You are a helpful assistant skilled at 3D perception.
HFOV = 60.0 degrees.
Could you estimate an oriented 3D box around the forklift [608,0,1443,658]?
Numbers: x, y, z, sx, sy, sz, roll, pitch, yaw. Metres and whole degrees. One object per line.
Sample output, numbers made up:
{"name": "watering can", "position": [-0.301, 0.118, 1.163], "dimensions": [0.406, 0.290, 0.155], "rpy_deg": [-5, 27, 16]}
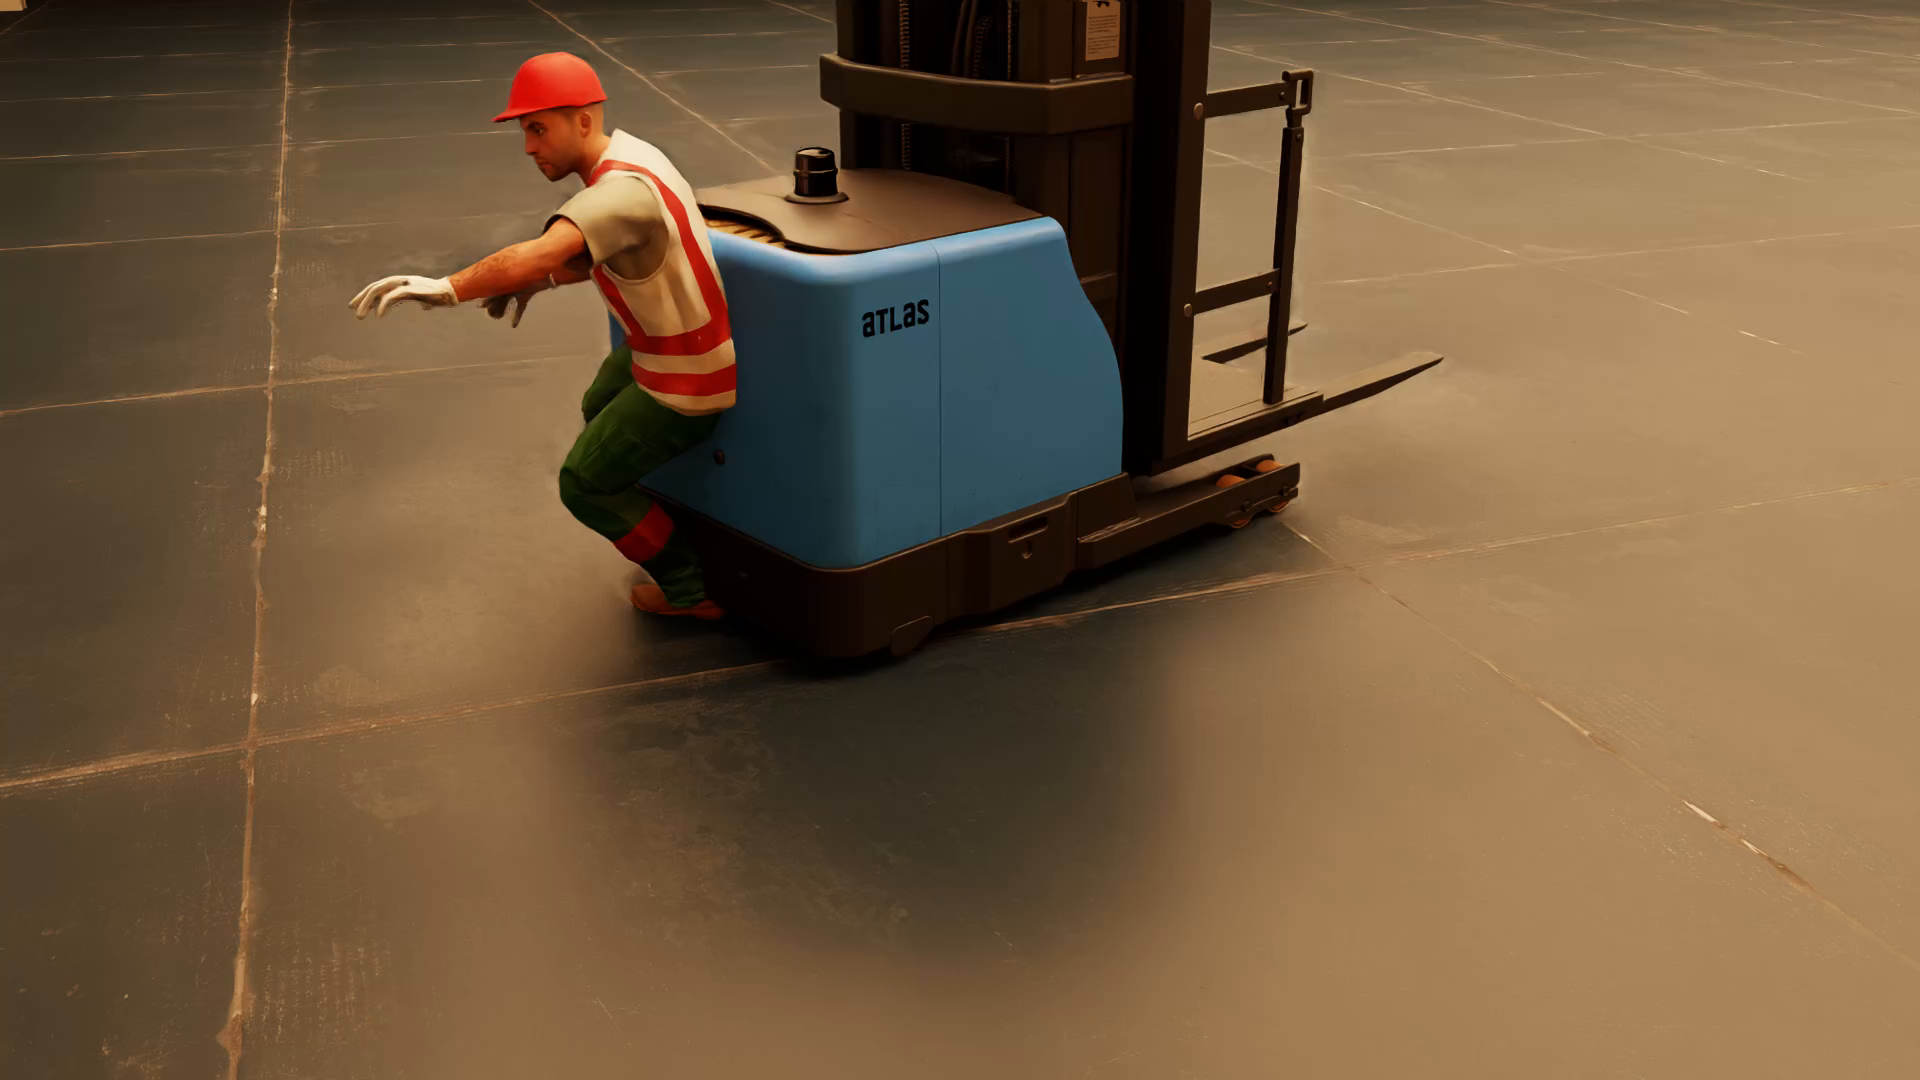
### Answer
{"name": "forklift", "position": [0.442, -1.518, 4.907], "dimensions": [3.031, 2.935, 1.130], "rpy_deg": [-20, 30, -39]}

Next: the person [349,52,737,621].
{"name": "person", "position": [-0.965, -0.497, 4.339], "dimensions": [0.847, 1.527, 1.448], "rpy_deg": [-2, 23, -6]}
